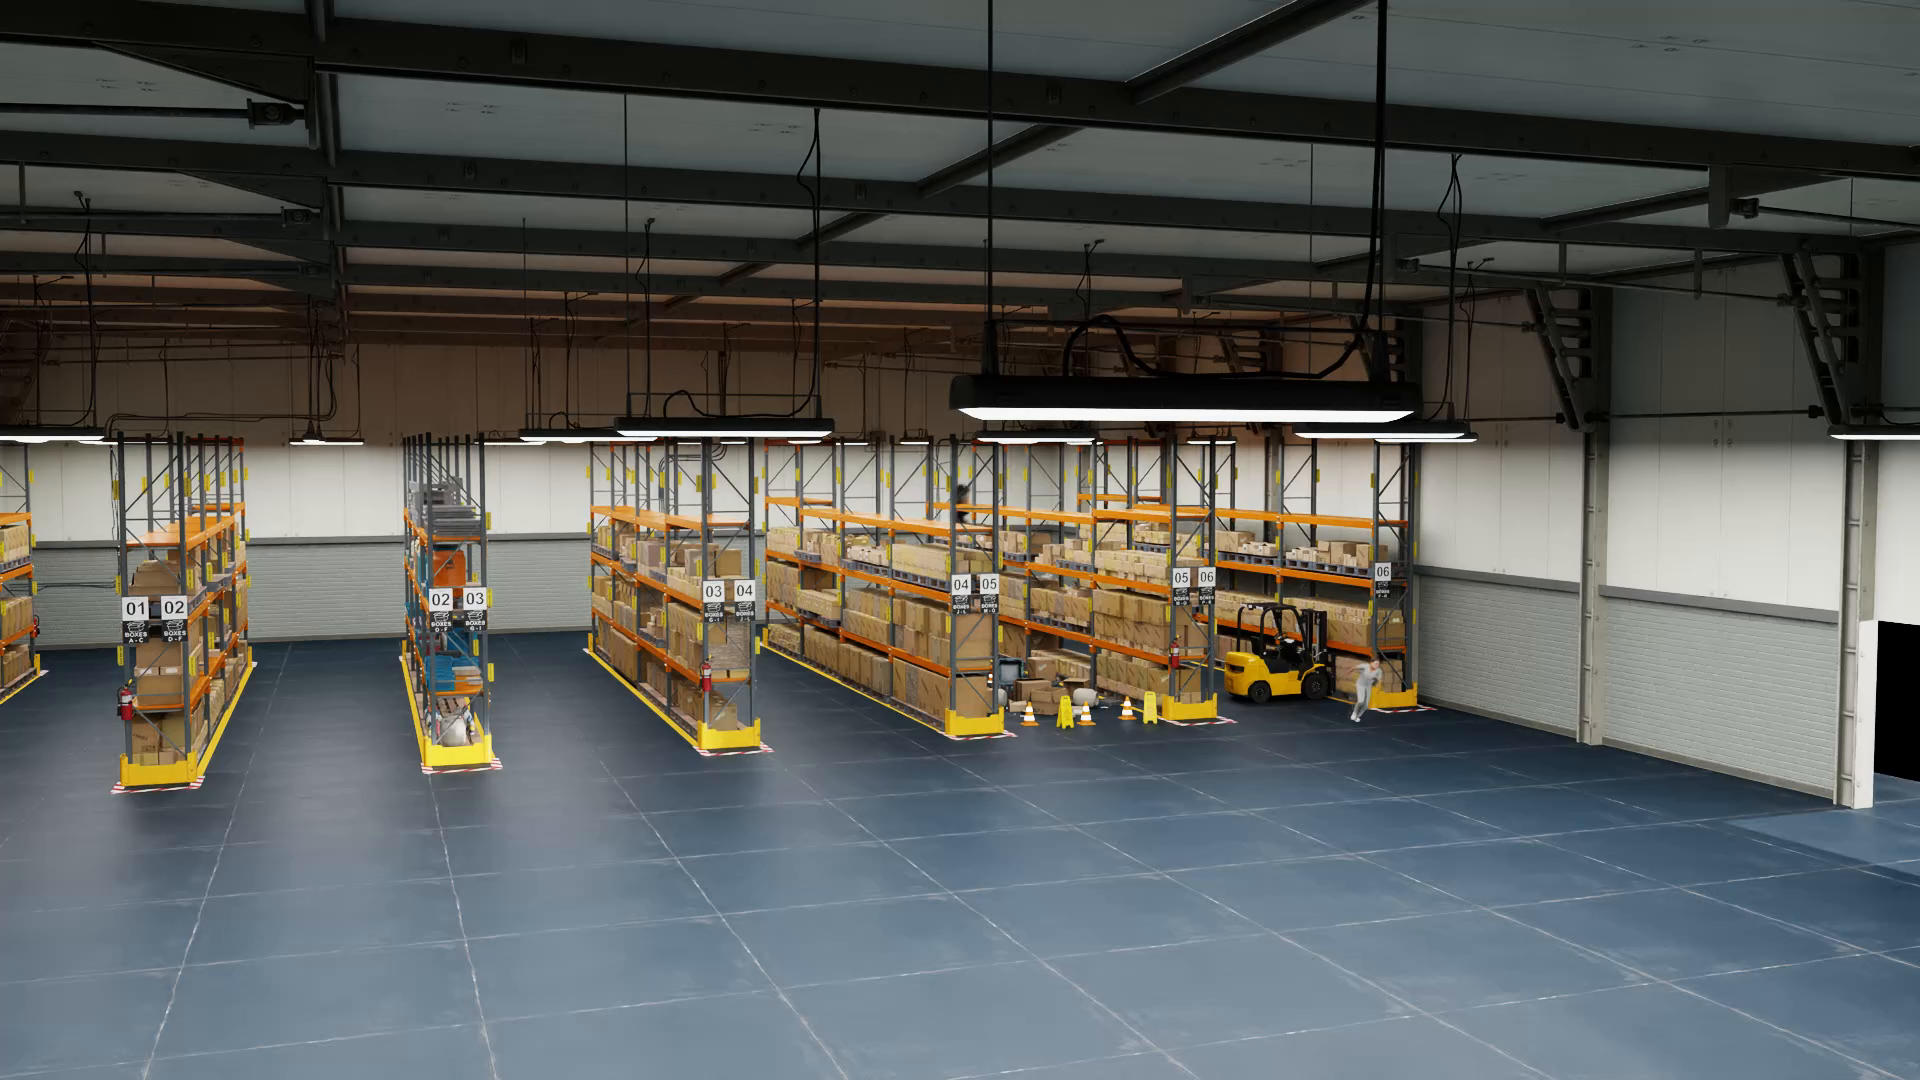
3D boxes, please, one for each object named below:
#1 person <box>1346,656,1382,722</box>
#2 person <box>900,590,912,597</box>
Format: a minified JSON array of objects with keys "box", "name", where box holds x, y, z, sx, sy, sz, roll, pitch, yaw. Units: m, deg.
[{"box":[8.415,3.087,34.417,0.572,1.439,0.918,0,3,-8],"name":"person"},{"box":[-1.694,1.933,54.018,0.813,1.593,0.557,-2,4,-35],"name":"person"}]
